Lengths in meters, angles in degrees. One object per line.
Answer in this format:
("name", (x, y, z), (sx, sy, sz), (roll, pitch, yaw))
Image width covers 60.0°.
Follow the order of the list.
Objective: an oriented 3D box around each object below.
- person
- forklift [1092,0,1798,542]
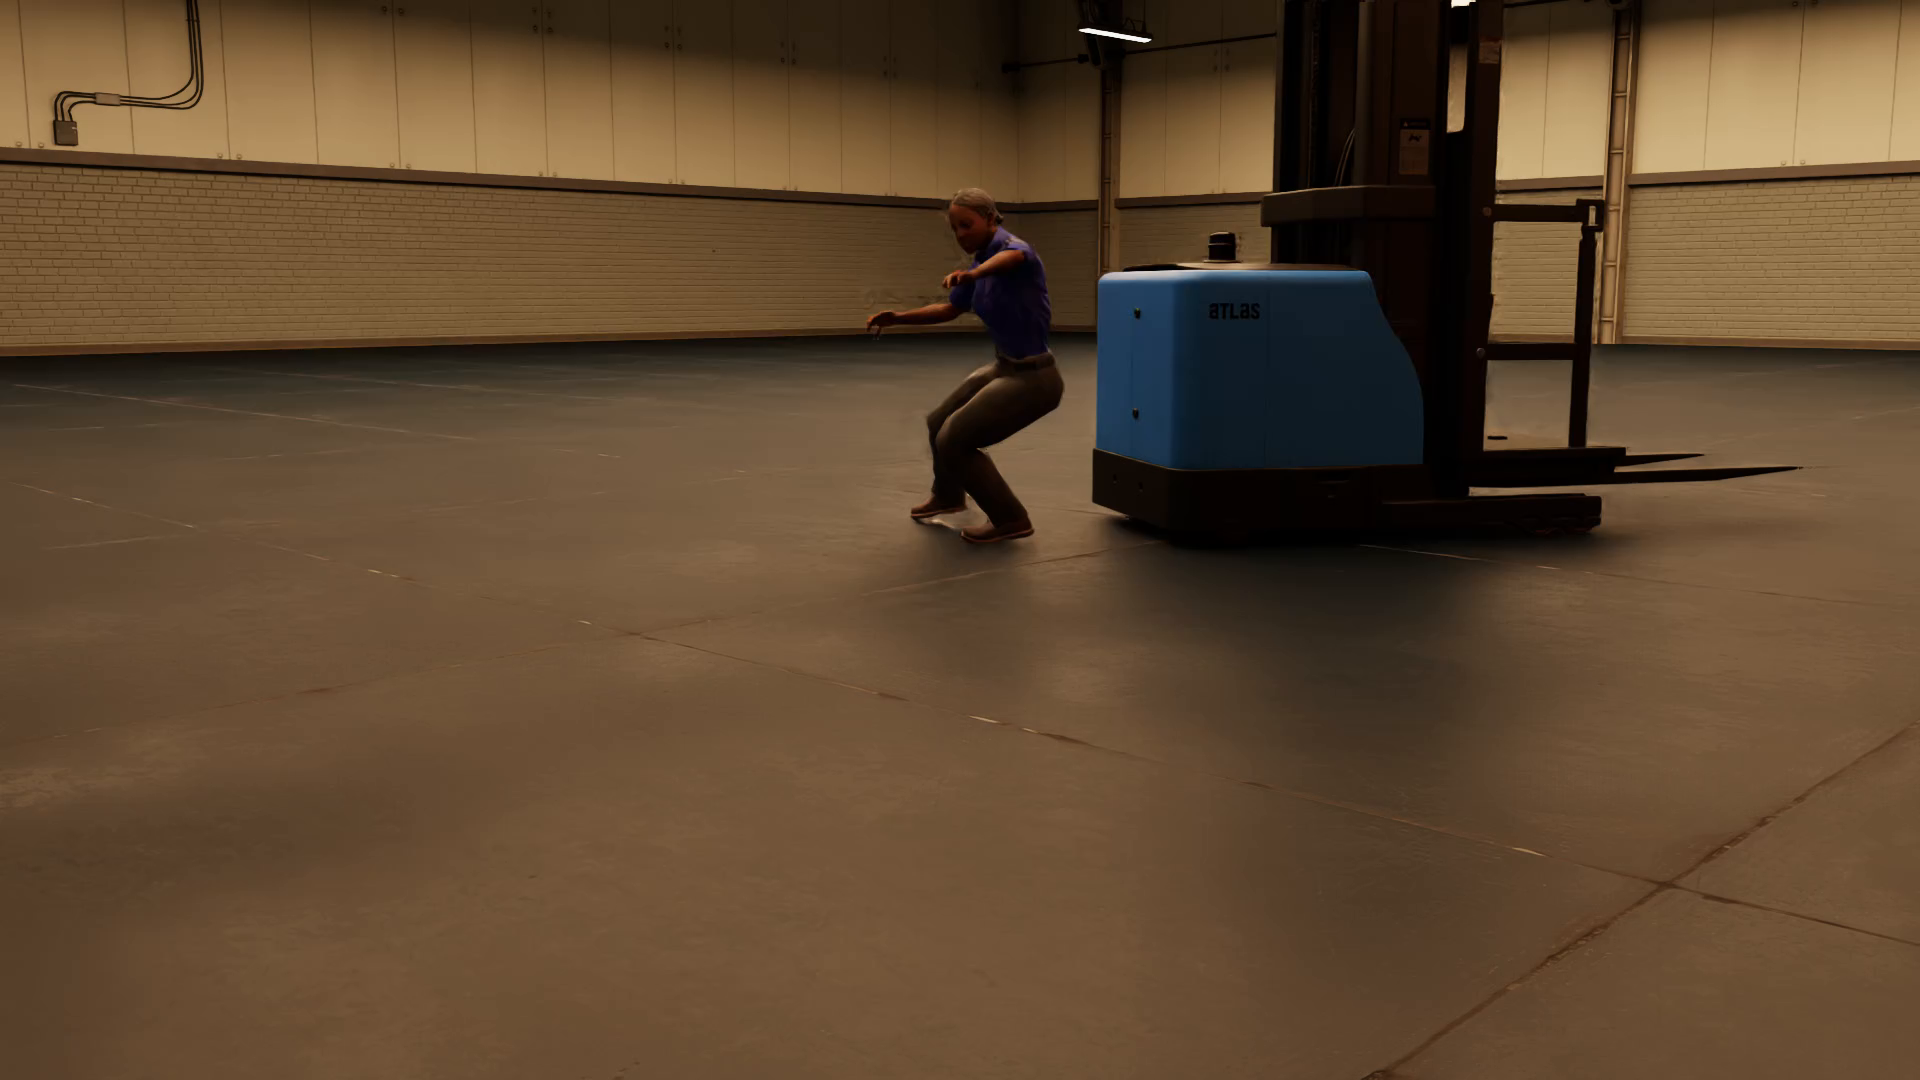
("person", (0.027, -0.663, 6.493), (0.745, 1.388, 1.460), (-3, 9, -17))
("forklift", (2.158, -1.539, 7.093), (3.031, 2.935, 1.130), (-2, 9, -15))
